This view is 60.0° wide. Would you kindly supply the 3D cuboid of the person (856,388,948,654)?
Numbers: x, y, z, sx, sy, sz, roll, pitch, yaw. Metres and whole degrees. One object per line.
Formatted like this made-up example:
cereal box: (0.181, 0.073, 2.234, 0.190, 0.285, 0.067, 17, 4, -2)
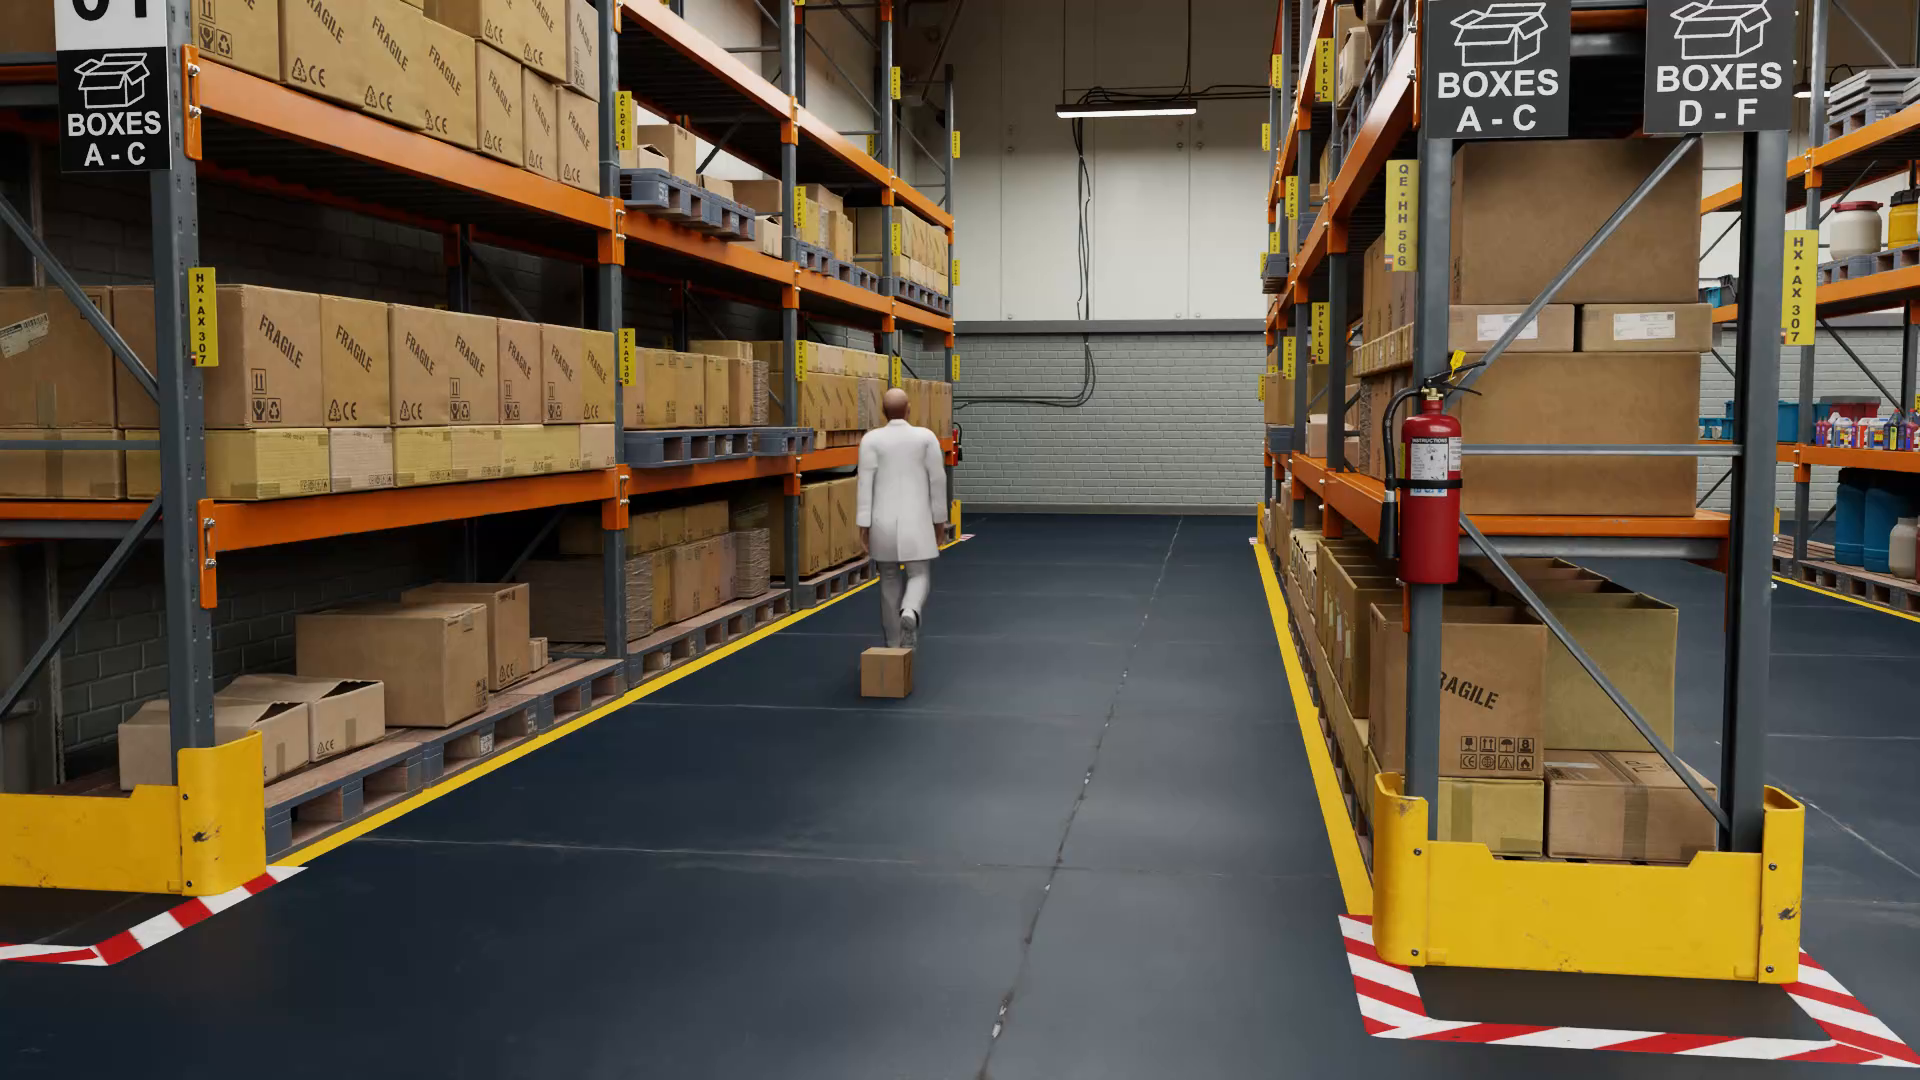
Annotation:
person: (-0.379, -0.105, 10.780, 0.598, 1.753, 0.885, 0, 4, 1)
